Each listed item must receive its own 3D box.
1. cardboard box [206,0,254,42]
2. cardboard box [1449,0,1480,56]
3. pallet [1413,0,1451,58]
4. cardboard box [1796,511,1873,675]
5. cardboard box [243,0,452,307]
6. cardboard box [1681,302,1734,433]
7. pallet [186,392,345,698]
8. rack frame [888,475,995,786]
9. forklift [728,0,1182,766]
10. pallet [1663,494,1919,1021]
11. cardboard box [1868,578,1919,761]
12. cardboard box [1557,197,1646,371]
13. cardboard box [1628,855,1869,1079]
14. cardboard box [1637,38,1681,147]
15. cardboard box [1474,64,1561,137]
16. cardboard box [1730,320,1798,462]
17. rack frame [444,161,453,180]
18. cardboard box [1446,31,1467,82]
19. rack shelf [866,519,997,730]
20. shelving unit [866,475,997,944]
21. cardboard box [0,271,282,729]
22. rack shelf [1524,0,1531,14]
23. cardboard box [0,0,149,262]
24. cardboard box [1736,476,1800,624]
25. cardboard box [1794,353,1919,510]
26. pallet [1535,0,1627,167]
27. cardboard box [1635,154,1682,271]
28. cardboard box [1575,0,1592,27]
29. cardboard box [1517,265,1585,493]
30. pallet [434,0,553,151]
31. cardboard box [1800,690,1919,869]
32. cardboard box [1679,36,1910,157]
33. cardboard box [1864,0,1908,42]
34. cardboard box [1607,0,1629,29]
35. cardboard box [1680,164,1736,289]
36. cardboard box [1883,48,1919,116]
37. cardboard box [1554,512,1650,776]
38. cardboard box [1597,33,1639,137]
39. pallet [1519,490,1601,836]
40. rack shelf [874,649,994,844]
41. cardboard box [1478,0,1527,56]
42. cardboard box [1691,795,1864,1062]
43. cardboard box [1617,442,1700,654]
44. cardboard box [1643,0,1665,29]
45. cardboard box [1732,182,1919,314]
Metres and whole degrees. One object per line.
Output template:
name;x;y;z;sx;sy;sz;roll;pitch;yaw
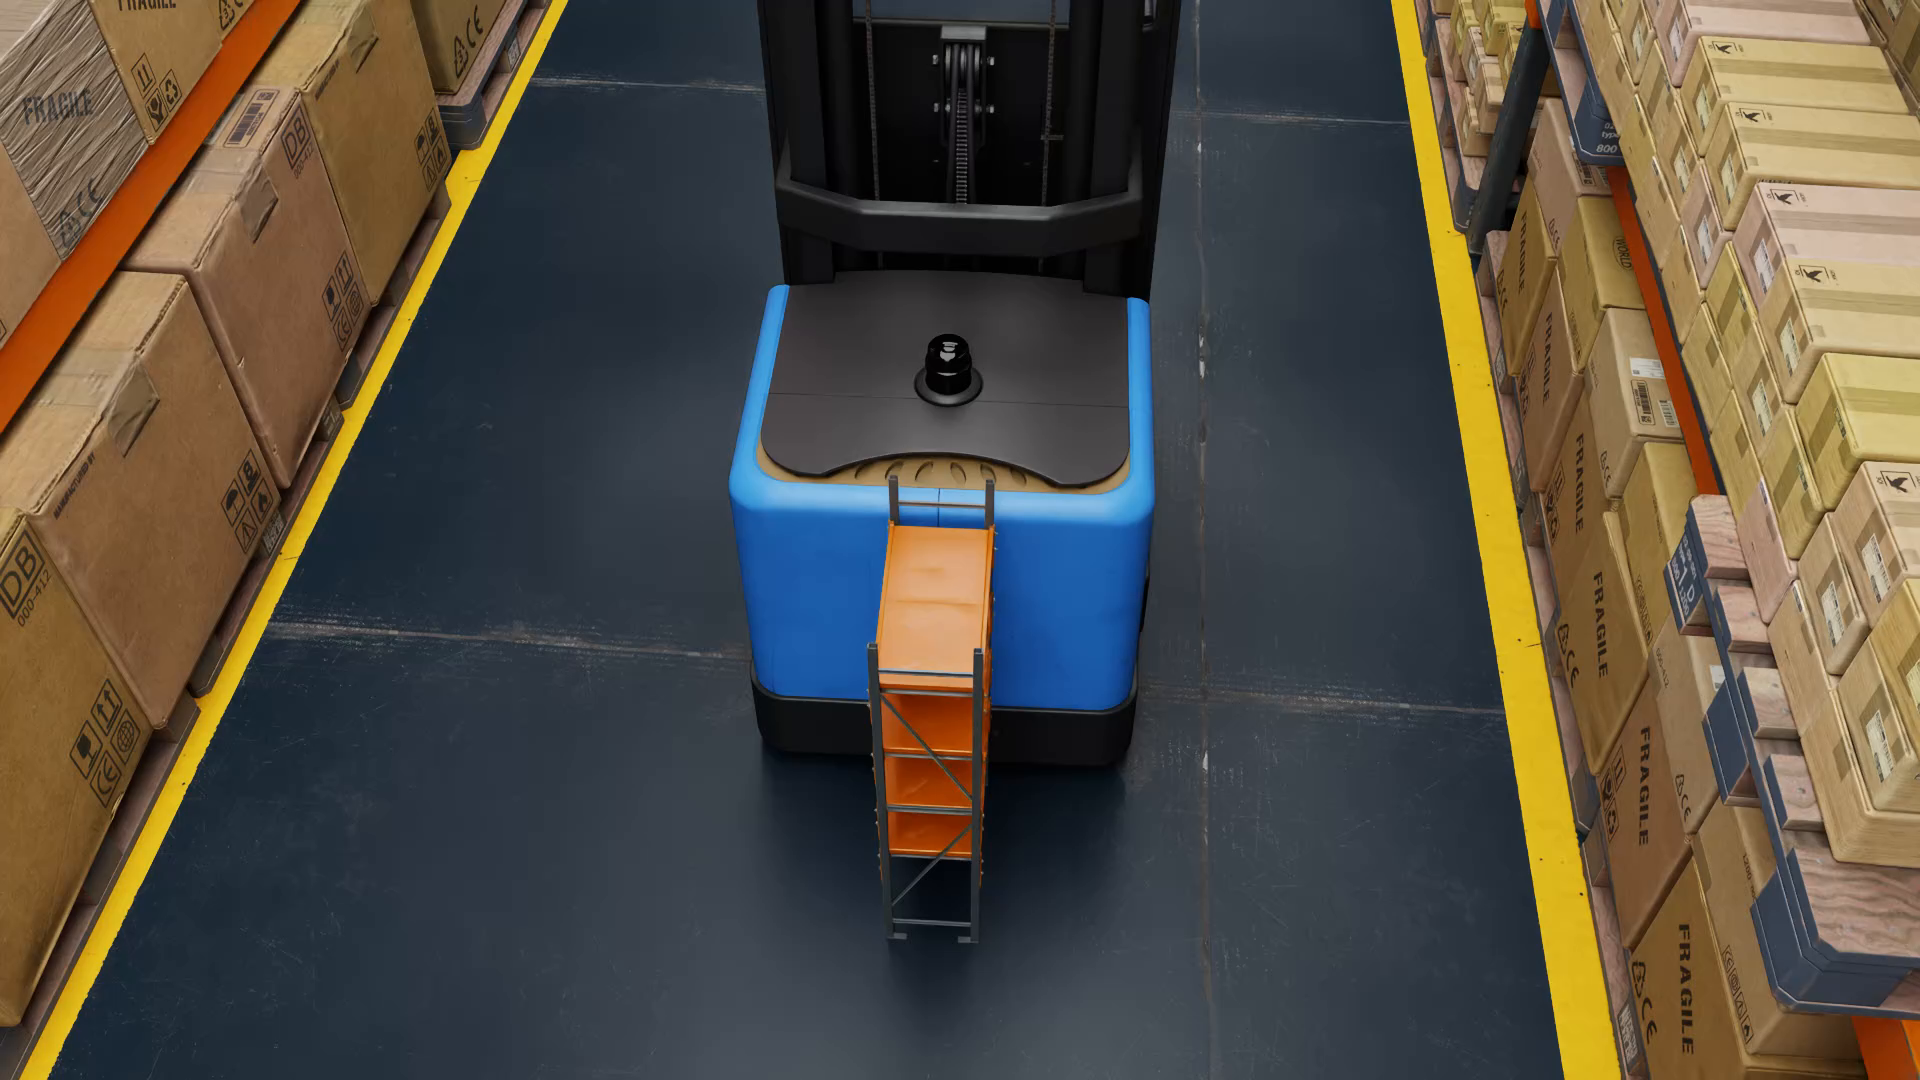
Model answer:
cardboard box;-2.345;-1.803;4.799;0.500;0.500;0.500;5;48;5
cardboard box;2.139;-2.018;6.508;0.380;0.149;0.250;2;48;2
pallet;2.542;-2.541;7.431;1.003;0.211;1.213;4;48;4
cardboard box;1.657;0.105;2.805;0.380;0.149;0.250;5;48;5
cardboard box;-2.561;-1.448;5.697;1.225;0.875;0.875;4;48;4
cardboard box;1.727;-0.350;3.423;0.380;0.149;0.250;2;48;2
pallet;-2.627;-0.083;5.183;1.003;0.211;1.213;4;48;4
rack frame;-0.042;0.268;4.192;0.240;1.200;0.015;3;48;2
forklift;0.036;-1.451;4.591;1.130;2.935;3.031;2;48;2
pallet;2.002;0.386;2.994;1.213;0.211;1.003;4;48;4
cardboard box;1.631;0.204;2.514;0.380;0.149;0.250;2;48;2
cardboard box;2.031;-0.722;4.778;0.500;0.250;0.500;5;48;5
cardboard box;1.842;1.053;3.664;0.500;0.500;0.500;4;48;3
cardboard box;1.799;-1.021;3.835;0.380;0.149;0.250;3;48;3
cardboard box;2.119;-1.620;6.145;0.380;0.149;0.250;5;48;4
cardboard box;1.702;-0.272;3.150;0.380;0.149;0.250;4;48;4
rack frame;-2.523;-2.495;5.499;1.000;3.000;0.127;4;48;4
cardboard box;2.171;-1.962;6.659;0.380;0.149;0.250;2;48;2
rack shelf;-0.057;0.183;3.737;0.258;0.148;0.480;3;48;2
shelving unit;-0.057;0.448;4.027;0.258;1.200;0.503;3;48;2
cardboard box;-2.715;-0.140;4.501;1.225;0.875;0.875;4;48;4
rack shelf;2.590;-3.314;6.736;1.077;0.370;4.000;4;48;4
cardboard box;-2.437;-1.051;4.111;0.500;0.500;0.500;4;48;4
cardboard box;1.677;0.031;3.075;0.380;0.149;0.250;5;48;4
cardboard box;1.680;-0.173;2.858;0.380;0.149;0.250;5;48;5
pallet;2.193;-1.470;4.692;1.003;0.211;1.213;4;48;4
cardboard box;1.774;-0.741;3.780;0.380;0.149;0.250;2;48;2
cardboard box;1.867;-1.498;4.473;0.380;0.149;0.250;4;48;4
cardboard box;2.029;-0.471;5.058;0.500;0.500;0.500;6;48;5
pallet;-2.376;-2.107;7.034;1.003;0.211;1.213;4;48;4
cardboard box;1.630;0.402;2.735;0.380;0.149;0.250;5;48;4
cardboard box;1.776;-0.938;3.557;0.380;0.149;0.250;5;48;5
cardboard box;2.499;-1.362;4.147;0.380;0.149;0.250;2;48;2
cardboard box;1.846;-1.414;4.195;0.380;0.149;0.250;2;48;2
cardboard box;1.750;-0.647;3.493;0.380;0.149;0.250;5;48;5
cardboard box;2.478;-1.076;4.087;0.380;0.149;0.250;2;48;2
cardboard box;1.925;0.282;4.369;0.500;0.500;0.500;2;48;2
cardboard box;1.821;-1.126;4.133;0.380;0.149;0.250;2;48;2
pallet;2.229;0.325;4.810;1.003;0.211;1.213;4;48;4
rack shelf;-0.057;0.493;4.077;0.258;0.148;0.480;3;48;2
cardboard box;2.164;-1.937;6.233;0.380;0.149;0.250;4;48;4
cardboard box;1.844;0.781;3.404;0.500;0.250;0.500;3;48;3
cardboard box;1.941;0.037;4.085;0.500;0.250;0.500;5;48;4
cardboard box;1.820;-1.321;3.908;0.380;0.149;0.250;4;48;3
cardboard box;1.728;-0.547;3.200;0.380;0.149;0.250;4;48;4
